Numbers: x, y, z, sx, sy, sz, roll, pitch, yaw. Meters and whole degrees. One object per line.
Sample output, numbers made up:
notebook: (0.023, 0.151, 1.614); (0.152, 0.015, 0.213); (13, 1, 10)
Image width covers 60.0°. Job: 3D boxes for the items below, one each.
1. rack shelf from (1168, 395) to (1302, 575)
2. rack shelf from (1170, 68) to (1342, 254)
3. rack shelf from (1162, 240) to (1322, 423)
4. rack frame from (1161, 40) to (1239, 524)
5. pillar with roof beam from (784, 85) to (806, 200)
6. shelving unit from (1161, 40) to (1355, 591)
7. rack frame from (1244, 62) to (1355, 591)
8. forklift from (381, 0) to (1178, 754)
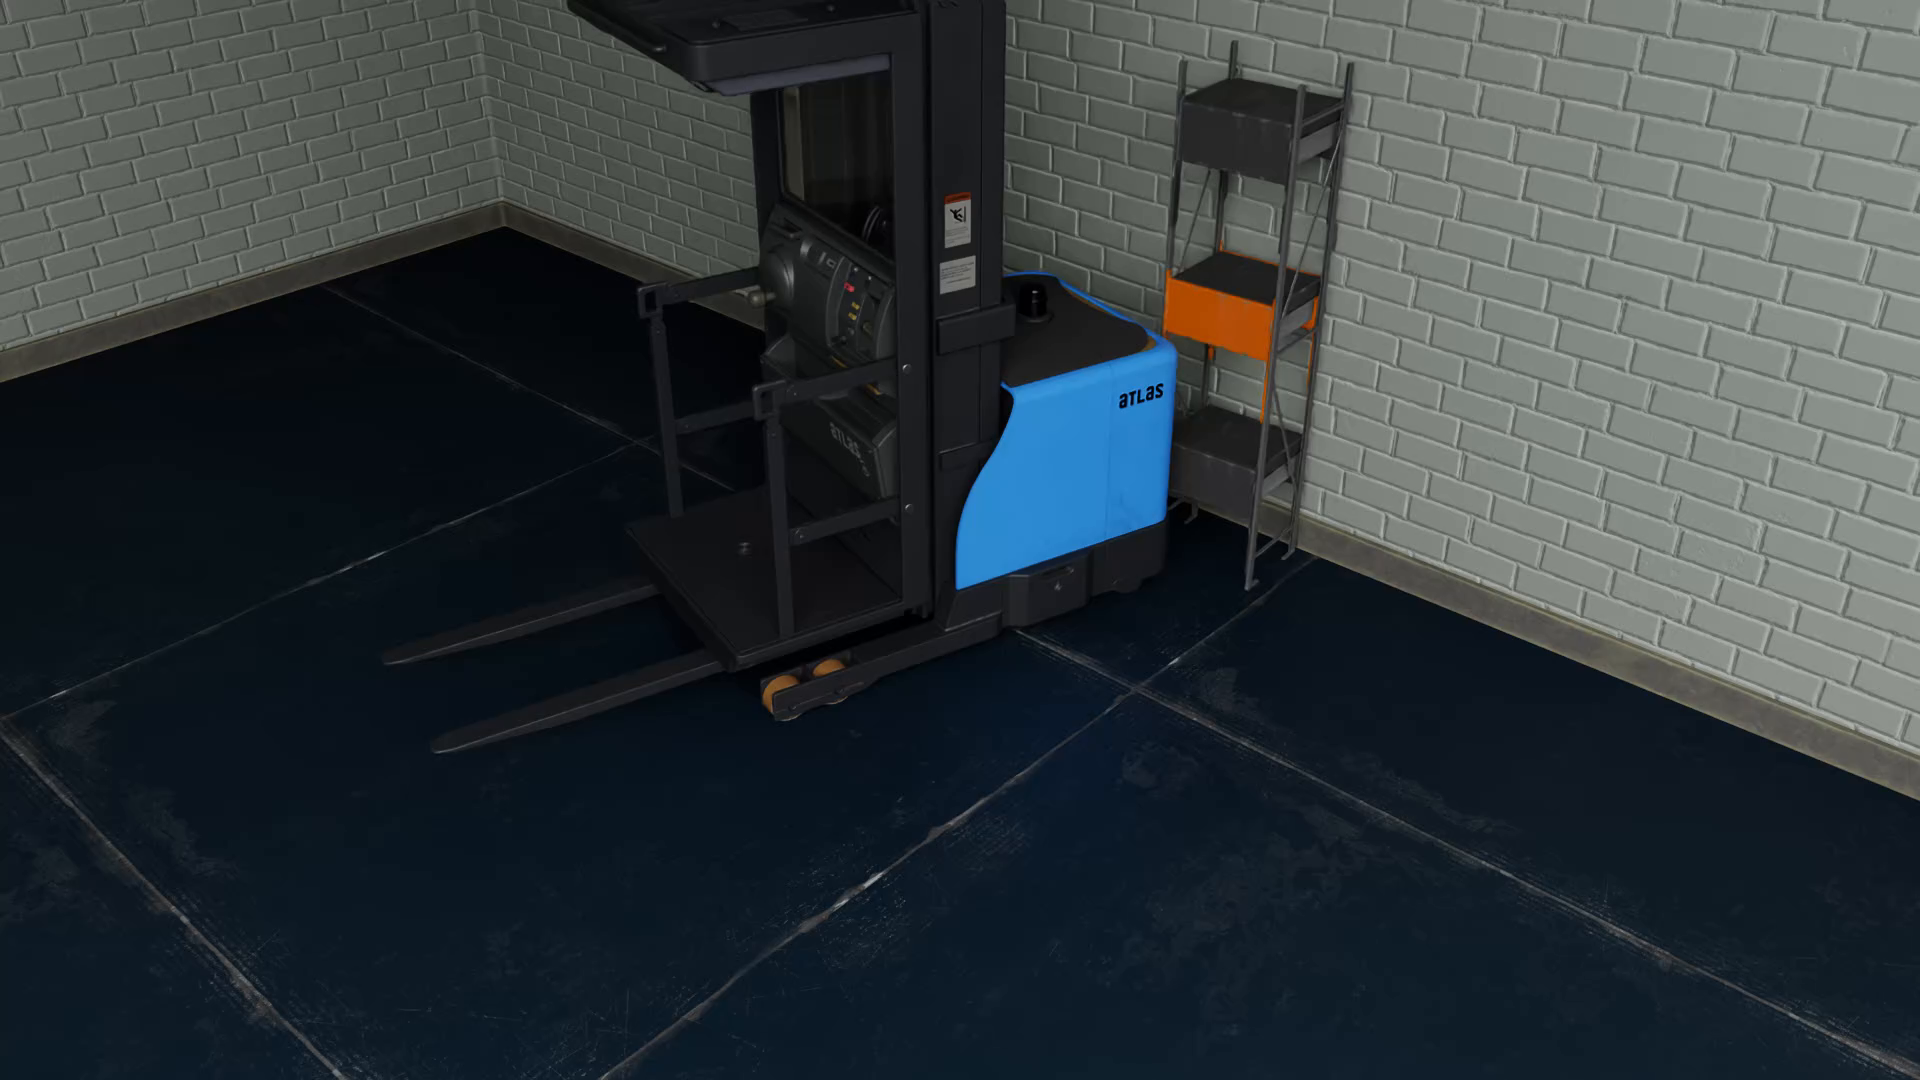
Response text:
rack shelf: (1.122, -0.238, 6.992); (0.480, 0.518, 0.431); (22, 38, 32)
rack shelf: (1.123, -1.436, 6.269); (0.480, 0.518, 0.431); (22, 38, 32)
rack shelf: (1.122, -0.837, 6.630); (0.480, 0.518, 0.431); (22, 38, 32)
rack frame: (0.932, -0.928, 6.754); (0.015, 2.100, 0.400); (22, 38, 32)
pillar with roof beam: (-3.653, -3.132, 3.727); (0.400, 9.000, 9.100); (25, 39, 35)
shelving unit: (1.122, -0.849, 6.623); (0.503, 2.100, 0.431); (22, 38, 32)
rack frame: (1.312, -0.770, 6.493); (0.015, 2.100, 0.400); (22, 38, 32)
forklift: (-0.663, -0.900, 5.903); (3.031, 2.935, 1.130); (-18, 35, -27)
